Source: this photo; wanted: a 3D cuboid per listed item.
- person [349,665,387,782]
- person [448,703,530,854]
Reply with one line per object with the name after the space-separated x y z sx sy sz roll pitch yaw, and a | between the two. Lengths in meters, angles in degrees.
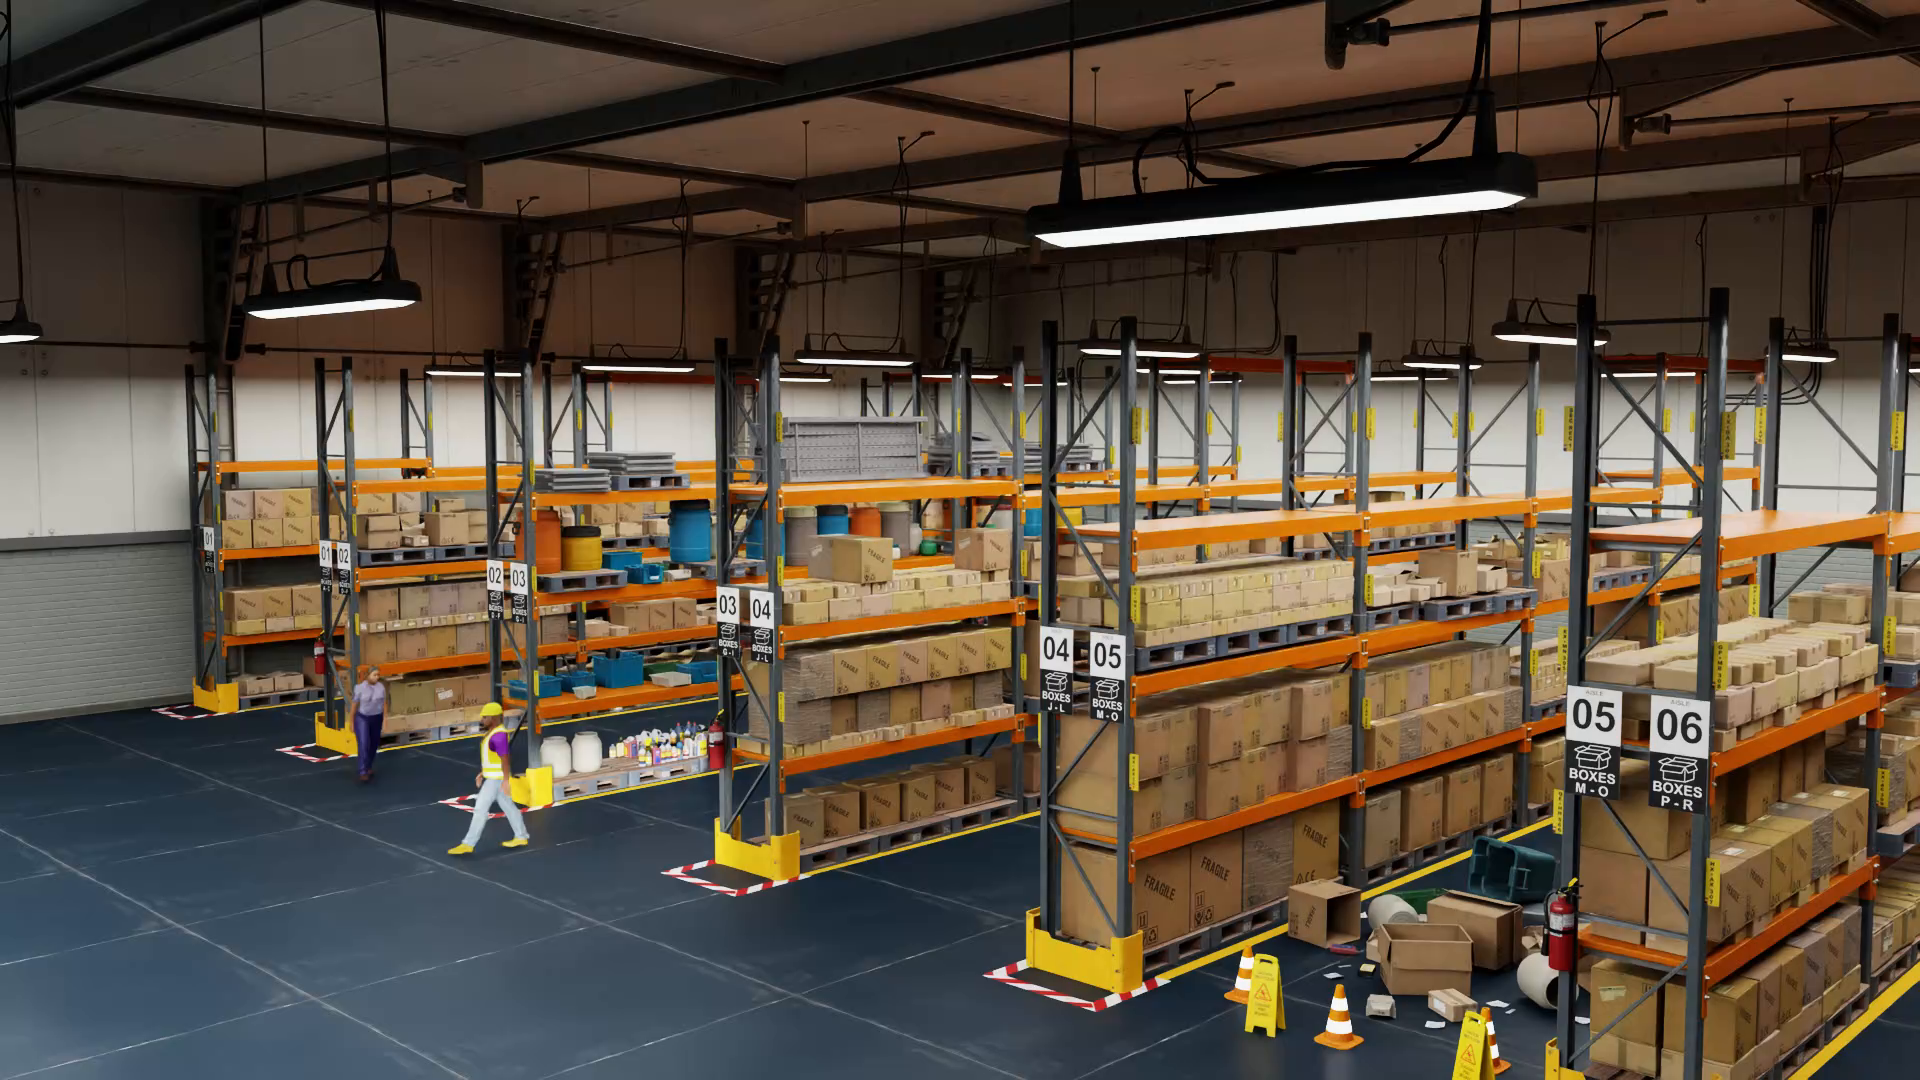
-8.358 2.574 23.470 0.808 1.614 0.573 4 6 44 | person
-5.554 2.775 19.563 0.931 1.721 0.608 -1 5 -16 | person
